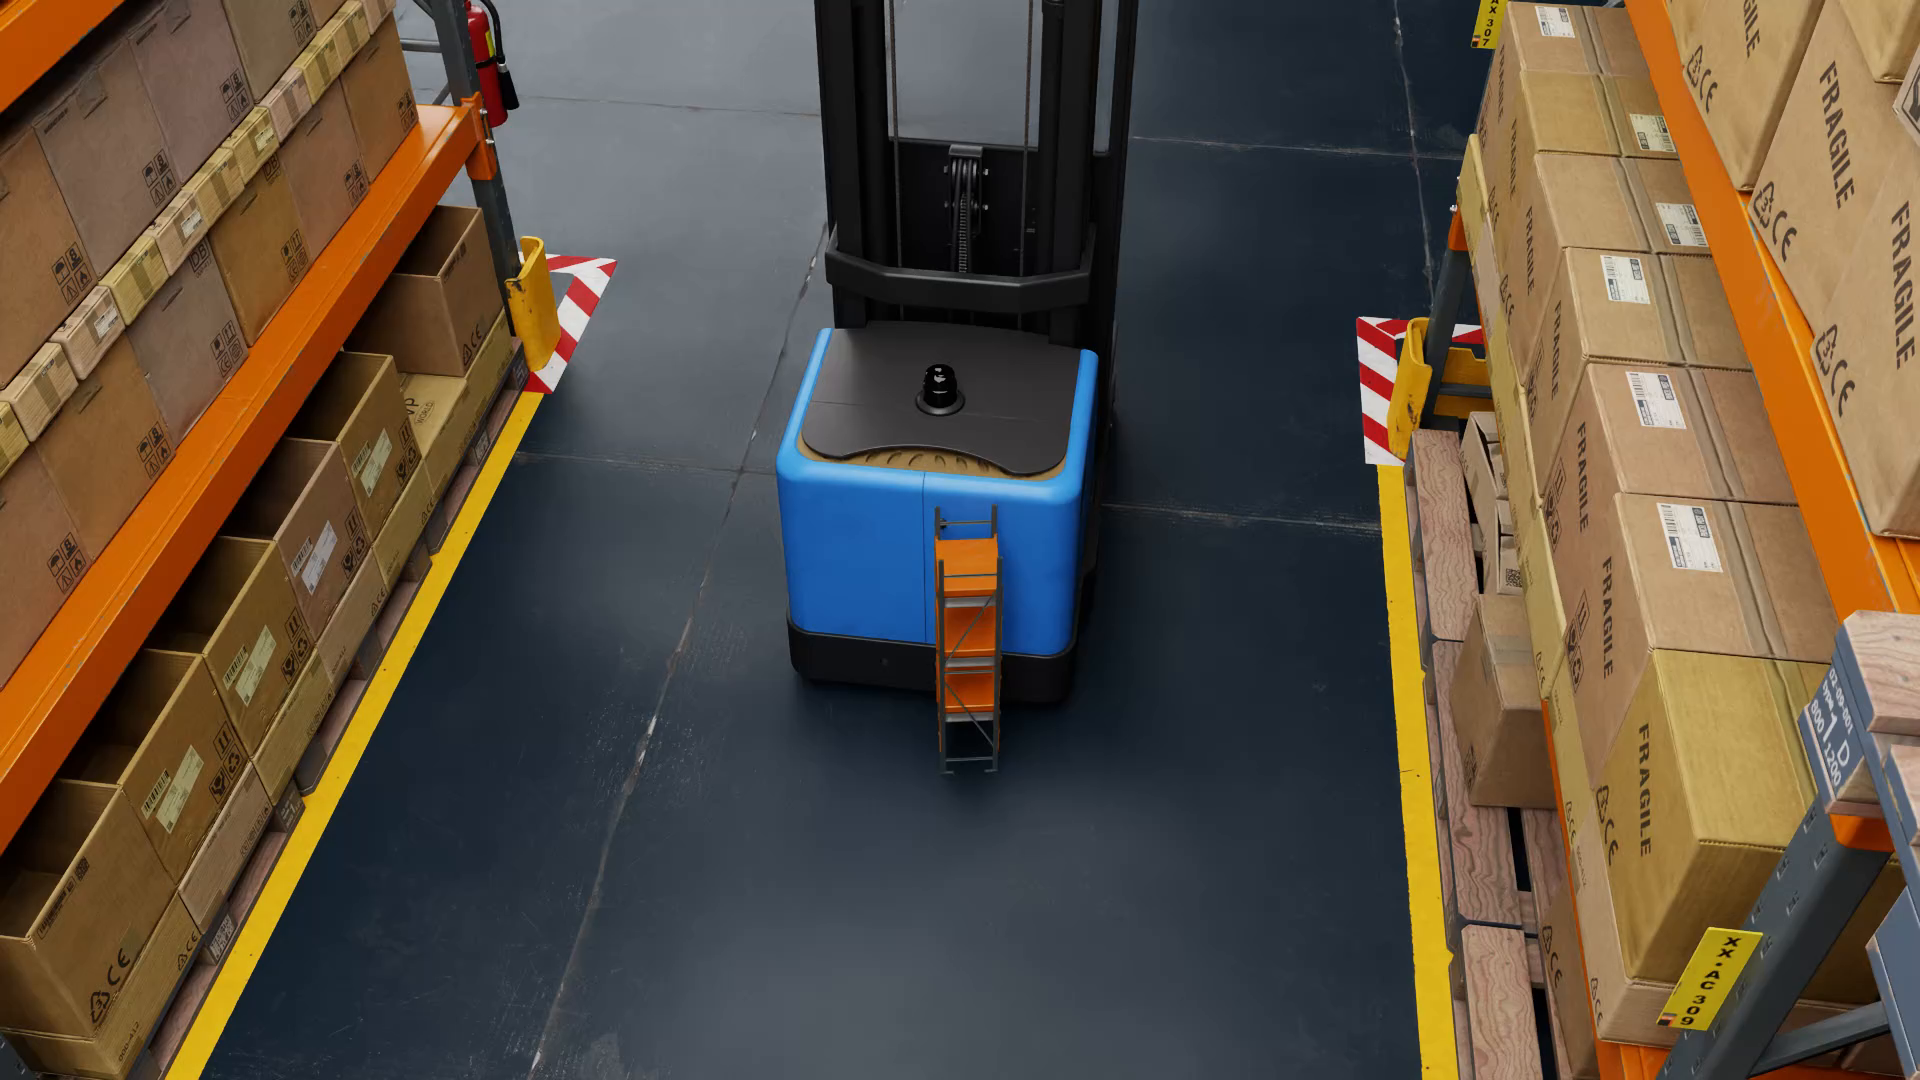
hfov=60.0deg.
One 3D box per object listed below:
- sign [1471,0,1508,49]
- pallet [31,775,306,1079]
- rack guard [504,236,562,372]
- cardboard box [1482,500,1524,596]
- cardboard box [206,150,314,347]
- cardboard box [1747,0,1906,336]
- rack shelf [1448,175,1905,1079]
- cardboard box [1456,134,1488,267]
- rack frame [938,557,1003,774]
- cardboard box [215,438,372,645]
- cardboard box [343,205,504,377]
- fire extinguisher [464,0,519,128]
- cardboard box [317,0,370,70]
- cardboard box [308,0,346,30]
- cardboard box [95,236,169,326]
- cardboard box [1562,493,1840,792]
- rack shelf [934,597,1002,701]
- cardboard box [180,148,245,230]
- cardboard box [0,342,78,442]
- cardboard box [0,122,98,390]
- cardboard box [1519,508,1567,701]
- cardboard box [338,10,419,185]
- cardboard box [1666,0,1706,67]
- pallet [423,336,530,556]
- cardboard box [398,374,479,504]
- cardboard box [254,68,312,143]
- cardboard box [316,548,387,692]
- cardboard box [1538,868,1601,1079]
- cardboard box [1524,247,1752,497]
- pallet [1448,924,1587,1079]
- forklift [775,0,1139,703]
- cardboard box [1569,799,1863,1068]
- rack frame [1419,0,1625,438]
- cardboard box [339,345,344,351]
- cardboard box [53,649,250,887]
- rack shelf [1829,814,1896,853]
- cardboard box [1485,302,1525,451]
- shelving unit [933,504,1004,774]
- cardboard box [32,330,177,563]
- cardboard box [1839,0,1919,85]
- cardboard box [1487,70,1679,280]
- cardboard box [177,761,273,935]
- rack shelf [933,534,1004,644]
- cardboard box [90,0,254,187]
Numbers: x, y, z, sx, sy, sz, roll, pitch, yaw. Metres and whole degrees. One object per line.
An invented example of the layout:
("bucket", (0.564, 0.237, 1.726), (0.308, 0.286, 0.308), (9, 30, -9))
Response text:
("sign", (1.916, -1.915, 5.962), (0.100, 0.325, 0.005), (5, 44, 6))
("pallet", (-2.839, 1.201, 5.328), (1.003, 0.211, 1.213), (5, 44, 6))
("rack guard", (-2.453, -1.108, 7.557), (1.175, 0.500, 0.348), (5, 44, 6))
("cardboard box", (2.198, 0.117, 6.081), (0.500, 0.311, 0.500), (9, 44, 9))
("cardboard box", (-2.667, -1.023, 5.576), (0.700, 0.500, 0.500), (6, 44, 6))
("cardboard box", (1.827, -0.669, 3.006), (0.500, 0.500, 0.500), (2, 43, 2))
("rack shelf", (2.190, 0.072, 5.015), (1.077, 0.370, 4.000), (5, 44, 6))
("cardboard box", (2.075, -1.201, 5.931), (0.500, 0.250, 0.500), (4, 44, 4))
("rack frame", (0.032, 0.440, 5.522), (0.200, 1.050, 0.008), (-2, 43, -2))
("cardboard box", (-2.417, -0.010, 5.728), (0.500, 0.500, 0.500), (5, 44, 6))
("cardboard box", (-2.232, -1.033, 6.809), (0.500, 0.500, 0.500), (5, 44, 6))
("fire extinguisher", (-1.980, -2.010, 6.747), (0.296, 0.674, 0.183), (5, 44, 6))
("cardboard box", (-2.351, -1.815, 5.941), (0.380, 0.149, 0.250), (6, 44, 7))
("cardboard box", (-2.538, -2.154, 5.827), (0.700, 0.500, 0.500), (5, 44, 6))
("cardboard box", (-2.556, -0.767, 4.834), (0.380, 0.149, 0.250), (5, 44, 5))
("cardboard box", (1.742, 0.258, 3.845), (0.500, 0.500, 0.500), (5, 44, 5))
("rack shelf", (0.026, 0.364, 5.618), (0.215, 0.259, 0.240), (-2, 43, -2))
("cardboard box", (-2.488, -1.111, 5.197), (0.380, 0.149, 0.250), (6, 44, 7))
("cardboard box", (-2.624, -0.407, 4.454), (0.380, 0.149, 0.250), (4, 44, 4))
("cardboard box", (-2.800, -0.770, 4.365), (0.700, 0.500, 0.500), (5, 44, 5))
("cardboard box", (1.813, 0.188, 4.464), (0.500, 0.250, 0.500), (5, 44, 5))
("cardboard box", (-2.531, -1.719, 6.311), (0.700, 0.500, 0.500), (5, 44, 6))
("cardboard box", (1.942, -1.395, 3.773), (0.500, 0.500, 0.500), (8, 44, 8))
("pallet", (-2.516, -0.462, 7.084), (1.003, 0.211, 1.213), (5, 44, 6))
("cardboard box", (-2.289, -0.419, 6.706), (0.500, 0.250, 0.500), (5, 44, 6))
("cardboard box", (-2.420, -1.470, 5.576), (0.380, 0.149, 0.250), (6, 44, 6))
("cardboard box", (-2.421, 0.262, 5.986), (0.500, 0.250, 0.500), (5, 44, 6))
("cardboard box", (2.023, 1.211, 4.787), (0.500, 0.500, 0.500), (2, 43, 2))
("cardboard box", (1.887, -0.438, 4.581), (0.500, 0.500, 0.500), (6, 44, 7))
("pallet", (1.979, 1.726, 4.774), (1.003, 0.211, 1.213), (5, 44, 6))
("forklift", (0.087, -1.493, 6.195), (1.130, 2.935, 3.031), (5, 44, 6))
("cardboard box", (1.688, 0.871, 3.743), (0.500, 0.250, 0.500), (5, 44, 6))
("rack frame", (2.454, -1.552, 6.207), (1.000, 3.000, 0.127), (5, 44, 6))
("cardboard box", (-2.748, -0.808, 7.116), (0.500, 0.250, 0.500), (5, 44, 6))
("cardboard box", (-2.555, 0.671, 5.009), (0.500, 0.500, 0.500), (5, 44, 6))
("rack shelf", (1.661, 1.709, 1.105), (1.077, 0.370, 4.000), (5, 44, 6))
("cardboard box", (1.947, -0.499, 5.190), (0.500, 0.250, 0.500), (5, 44, 5))
("shelving unit", (0.026, 0.356, 5.610), (0.215, 1.050, 0.252), (-2, 43, -2))
("cardboard box", (-2.799, -0.314, 4.828), (0.700, 0.500, 0.500), (6, 44, 6))
("cardboard box", (1.785, -1.064, 2.696), (0.500, 0.500, 0.500), (7, 44, 8))
("cardboard box", (2.018, -1.143, 5.325), (0.500, 0.500, 0.500), (5, 44, 6))
("cardboard box", (-2.552, 0.944, 5.266), (0.500, 0.250, 0.500), (5, 44, 6))
("rack shelf", (0.026, 0.158, 5.422), (0.215, 0.259, 0.240), (-2, 43, -2))
("cardboard box", (-2.668, -1.451, 5.085), (0.700, 0.500, 0.500), (5, 44, 6))
